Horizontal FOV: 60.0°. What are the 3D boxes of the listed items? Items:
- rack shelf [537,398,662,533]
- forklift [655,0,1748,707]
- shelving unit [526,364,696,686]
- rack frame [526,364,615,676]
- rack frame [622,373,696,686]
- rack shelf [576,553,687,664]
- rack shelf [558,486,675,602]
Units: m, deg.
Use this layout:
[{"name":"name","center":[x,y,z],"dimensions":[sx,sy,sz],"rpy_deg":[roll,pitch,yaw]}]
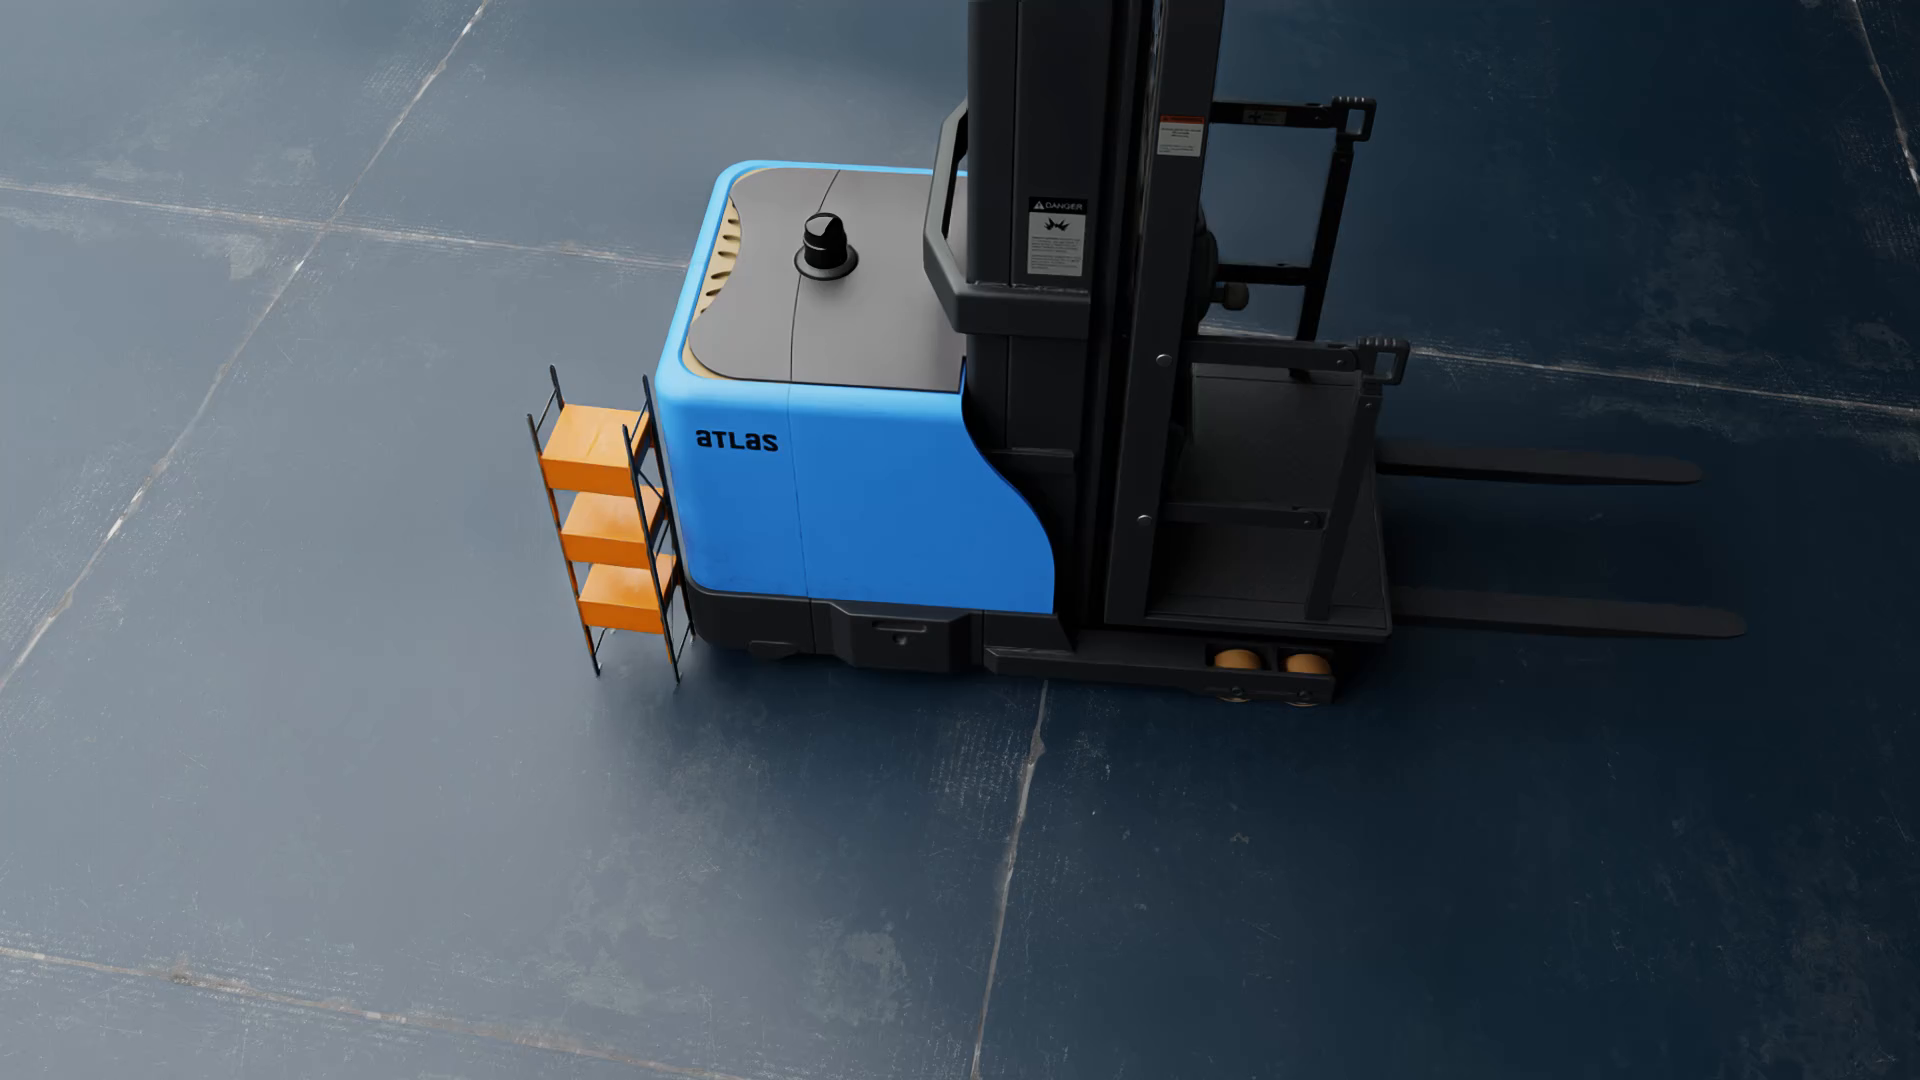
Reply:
[{"name":"rack shelf","center":[-0.934,-0.195,4.352],"dimensions":[0.240,0.259,0.215],"rpy_deg":[6,48,6]},{"name":"forklift","center":[0.756,-0.913,4.100],"dimensions":[3.031,2.935,1.130],"rpy_deg":[4,48,3]},{"name":"shelving unit","center":[-0.934,-0.012,4.555],"dimensions":[0.252,1.050,0.215],"rpy_deg":[6,48,6]},{"name":"rack frame","center":[-1.055,-0.026,4.567],"dimensions":[0.008,1.050,0.200],"rpy_deg":[6,48,6]},{"name":"rack frame","center":[-0.813,0.002,4.543],"dimensions":[0.008,1.050,0.200],"rpy_deg":[6,48,6]},{"name":"rack shelf","center":[-0.934,0.181,4.770],"dimensions":[0.240,0.259,0.215],"rpy_deg":[6,48,6]},{"name":"rack shelf","center":[-0.934,-0.005,4.563],"dimensions":[0.240,0.259,0.215],"rpy_deg":[6,48,6]}]
